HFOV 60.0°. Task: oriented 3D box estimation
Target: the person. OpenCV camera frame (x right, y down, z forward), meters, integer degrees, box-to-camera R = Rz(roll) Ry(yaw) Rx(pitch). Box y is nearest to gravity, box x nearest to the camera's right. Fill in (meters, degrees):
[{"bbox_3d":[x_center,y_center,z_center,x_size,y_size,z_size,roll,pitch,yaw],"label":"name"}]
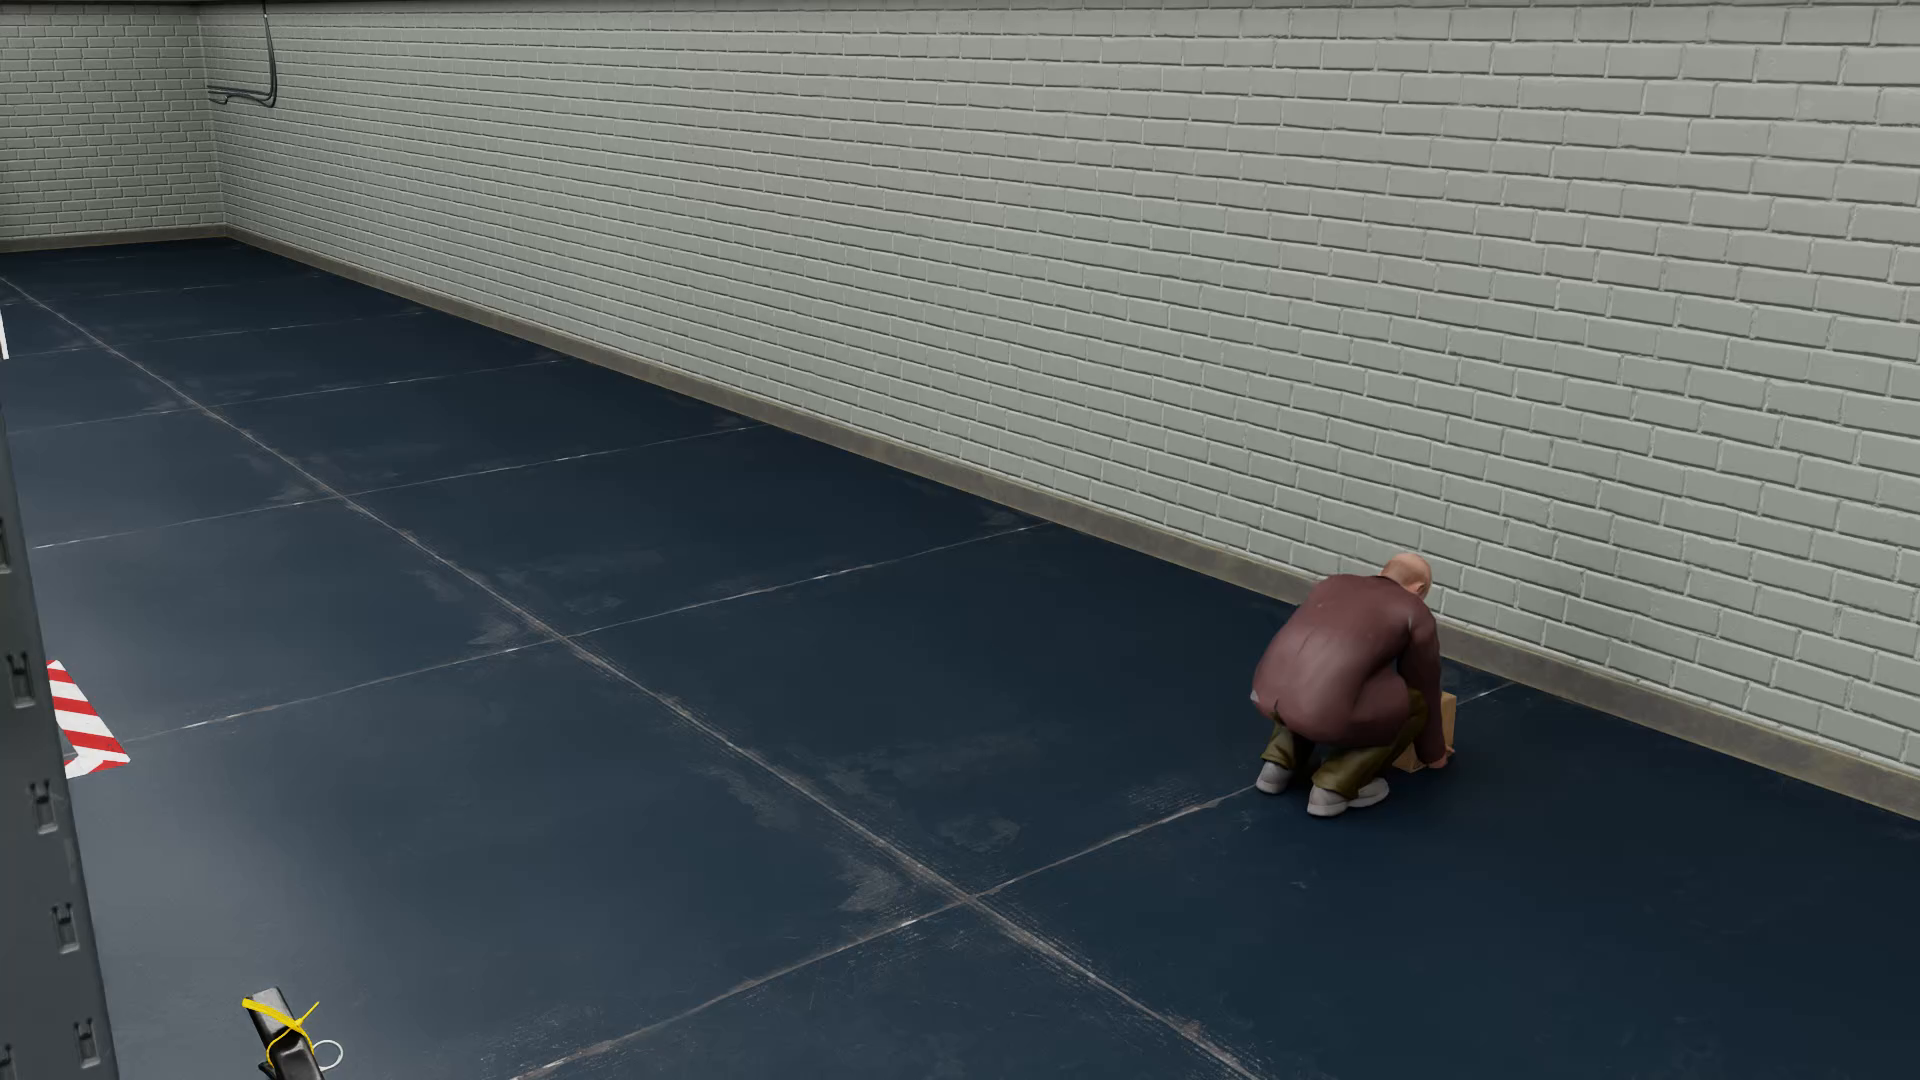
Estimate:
[{"bbox_3d":[1.444,0.559,6.094,0.922,0.876,0.581,-14,22,-37],"label":"person"}]
